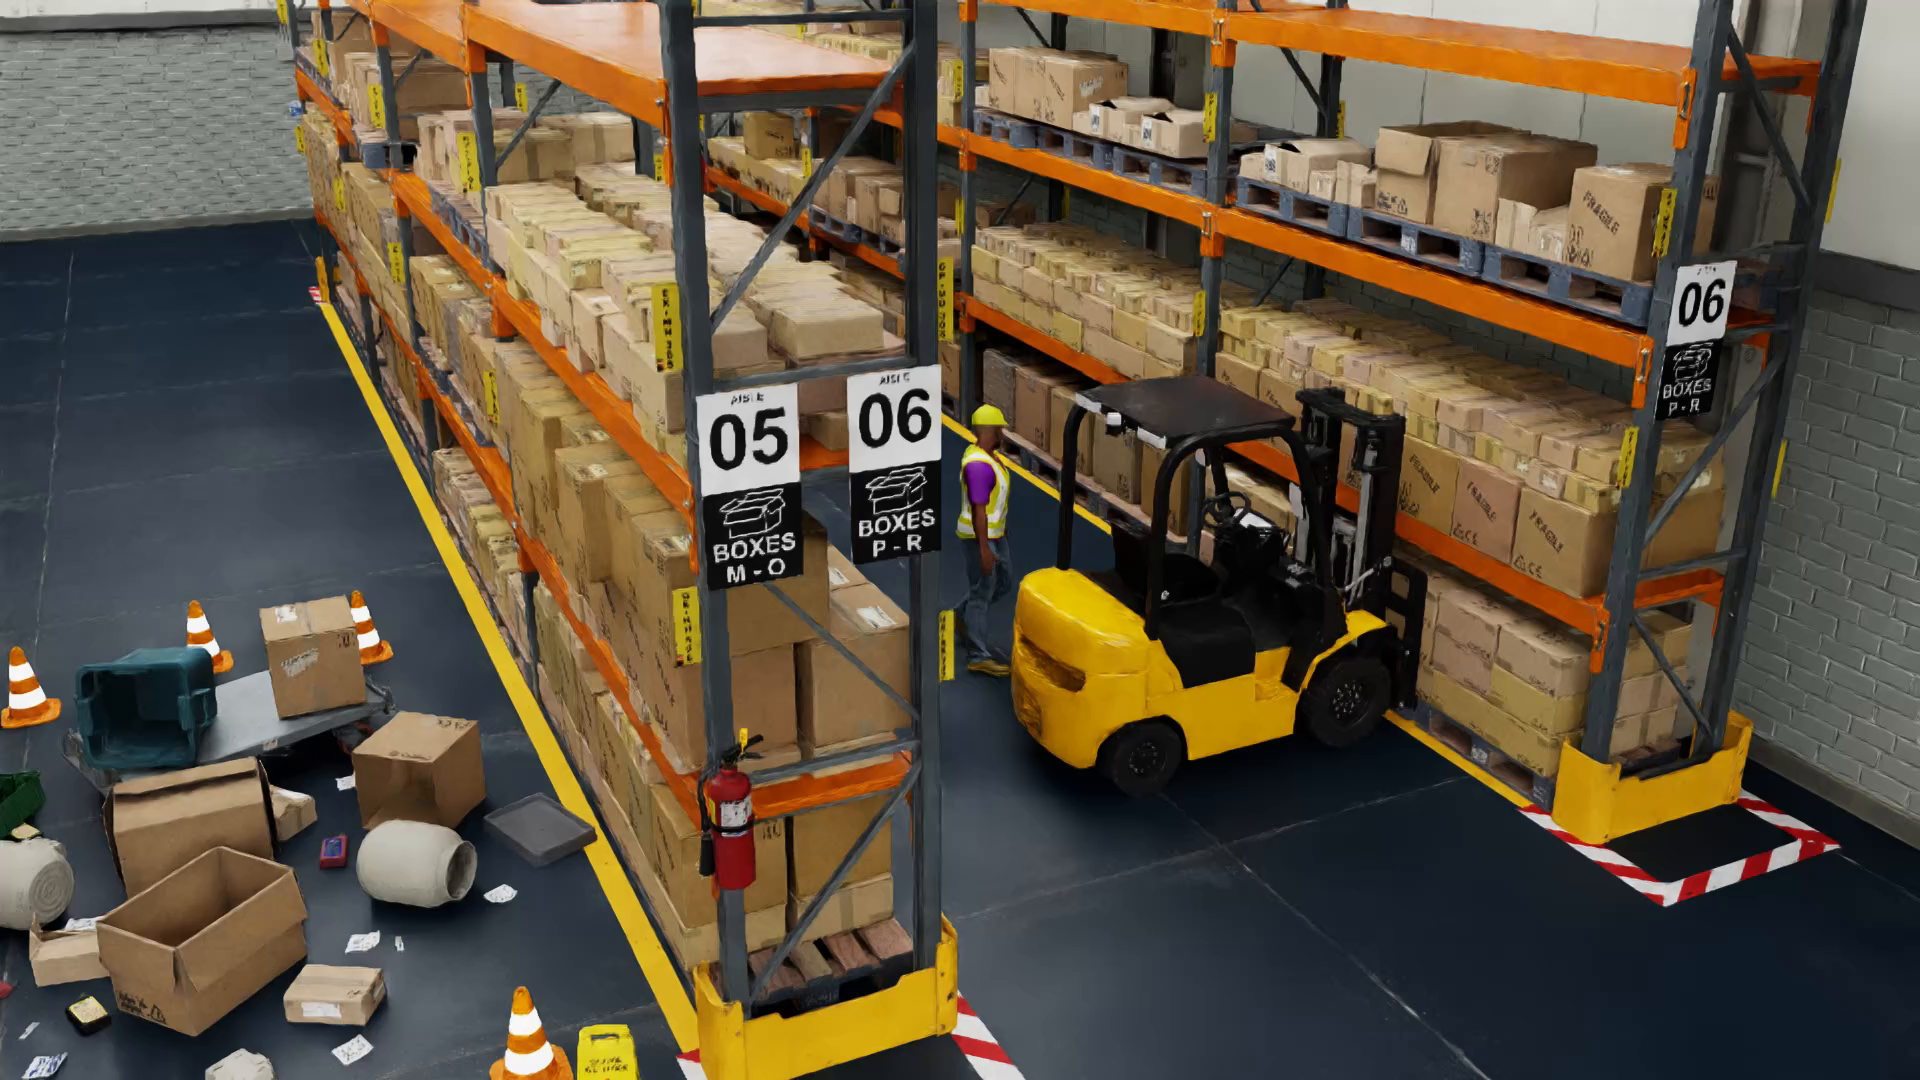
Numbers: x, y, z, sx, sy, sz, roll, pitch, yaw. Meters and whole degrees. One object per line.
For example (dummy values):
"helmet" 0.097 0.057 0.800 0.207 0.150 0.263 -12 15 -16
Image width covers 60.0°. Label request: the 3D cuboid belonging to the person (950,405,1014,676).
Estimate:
"person" 0.141 -0.025 11.095 0.525 1.752 0.689 4 22 9
